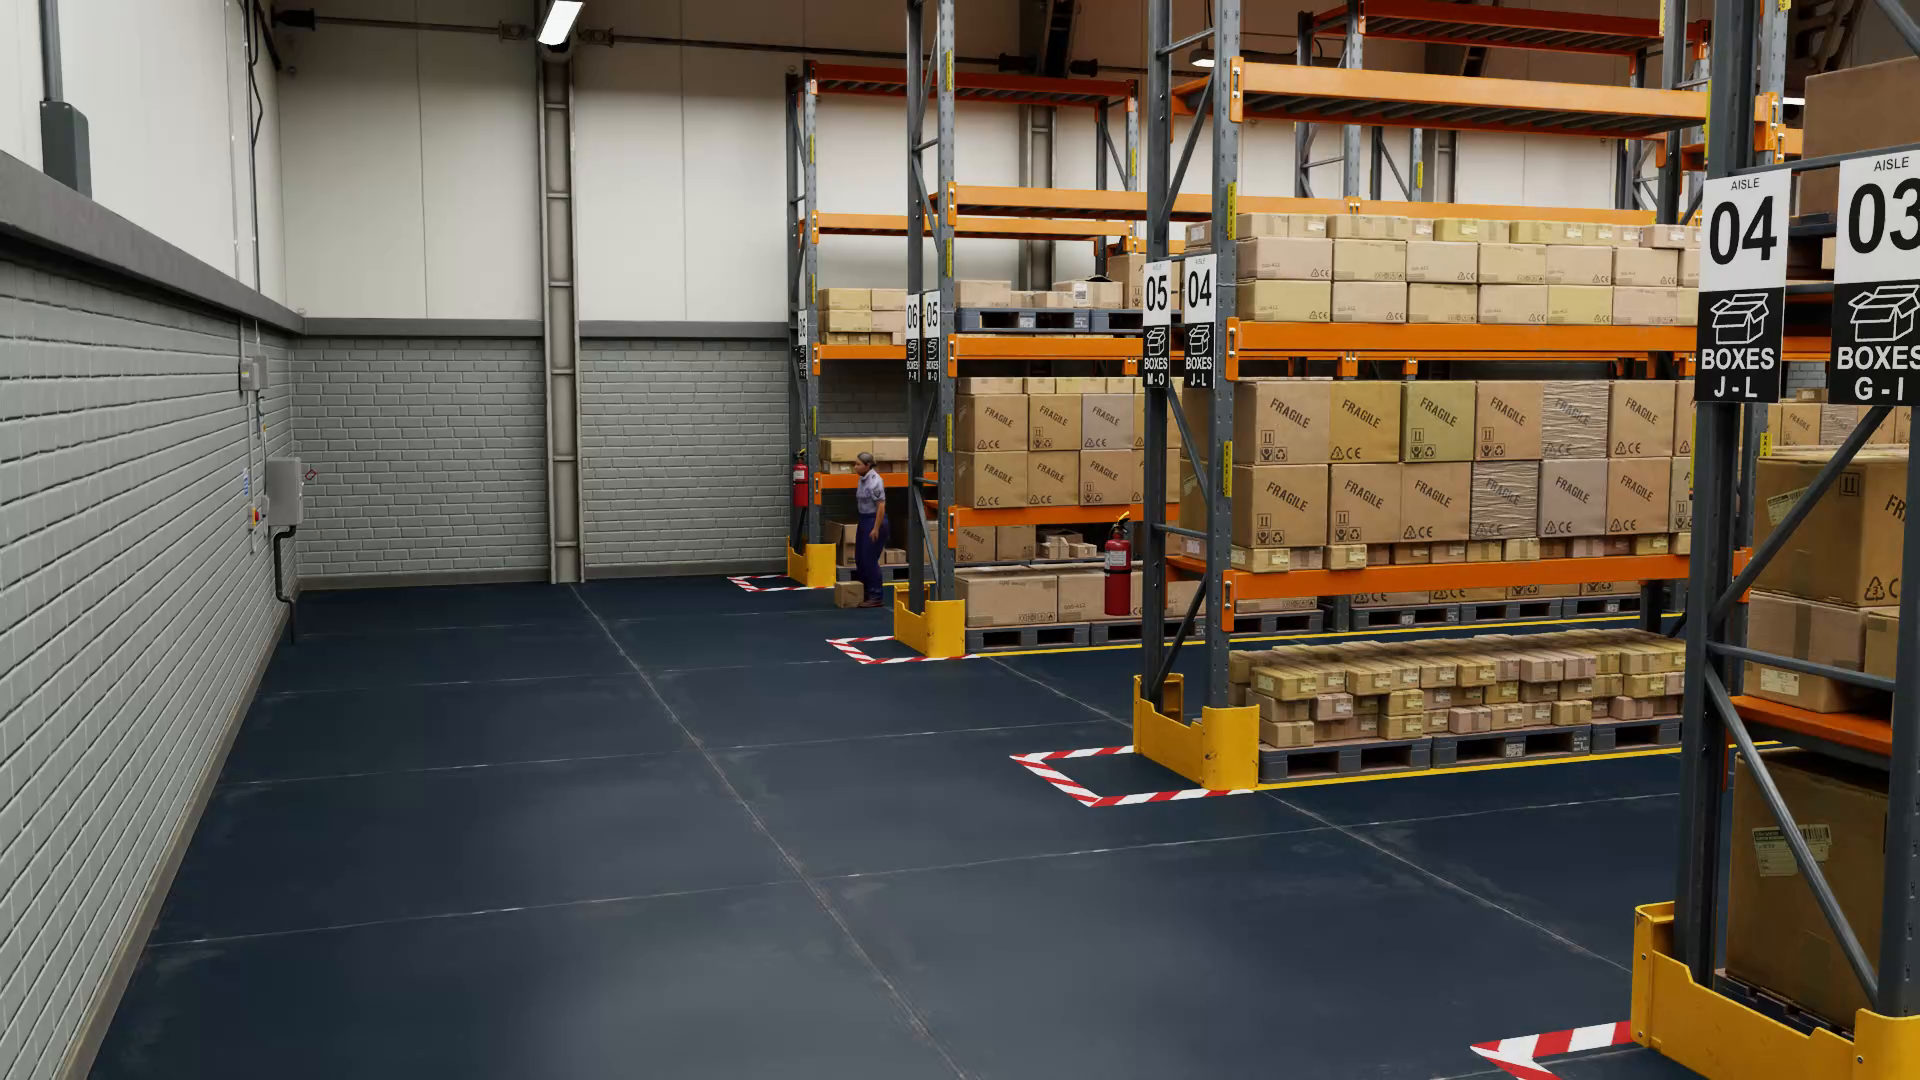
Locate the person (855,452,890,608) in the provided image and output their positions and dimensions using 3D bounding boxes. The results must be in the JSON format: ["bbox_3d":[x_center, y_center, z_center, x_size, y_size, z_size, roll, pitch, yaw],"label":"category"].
[{"bbox_3d":[-0.966,-0.122,17.799,0.370,1.650,0.555,-2,6,-22],"label":"person"}]
